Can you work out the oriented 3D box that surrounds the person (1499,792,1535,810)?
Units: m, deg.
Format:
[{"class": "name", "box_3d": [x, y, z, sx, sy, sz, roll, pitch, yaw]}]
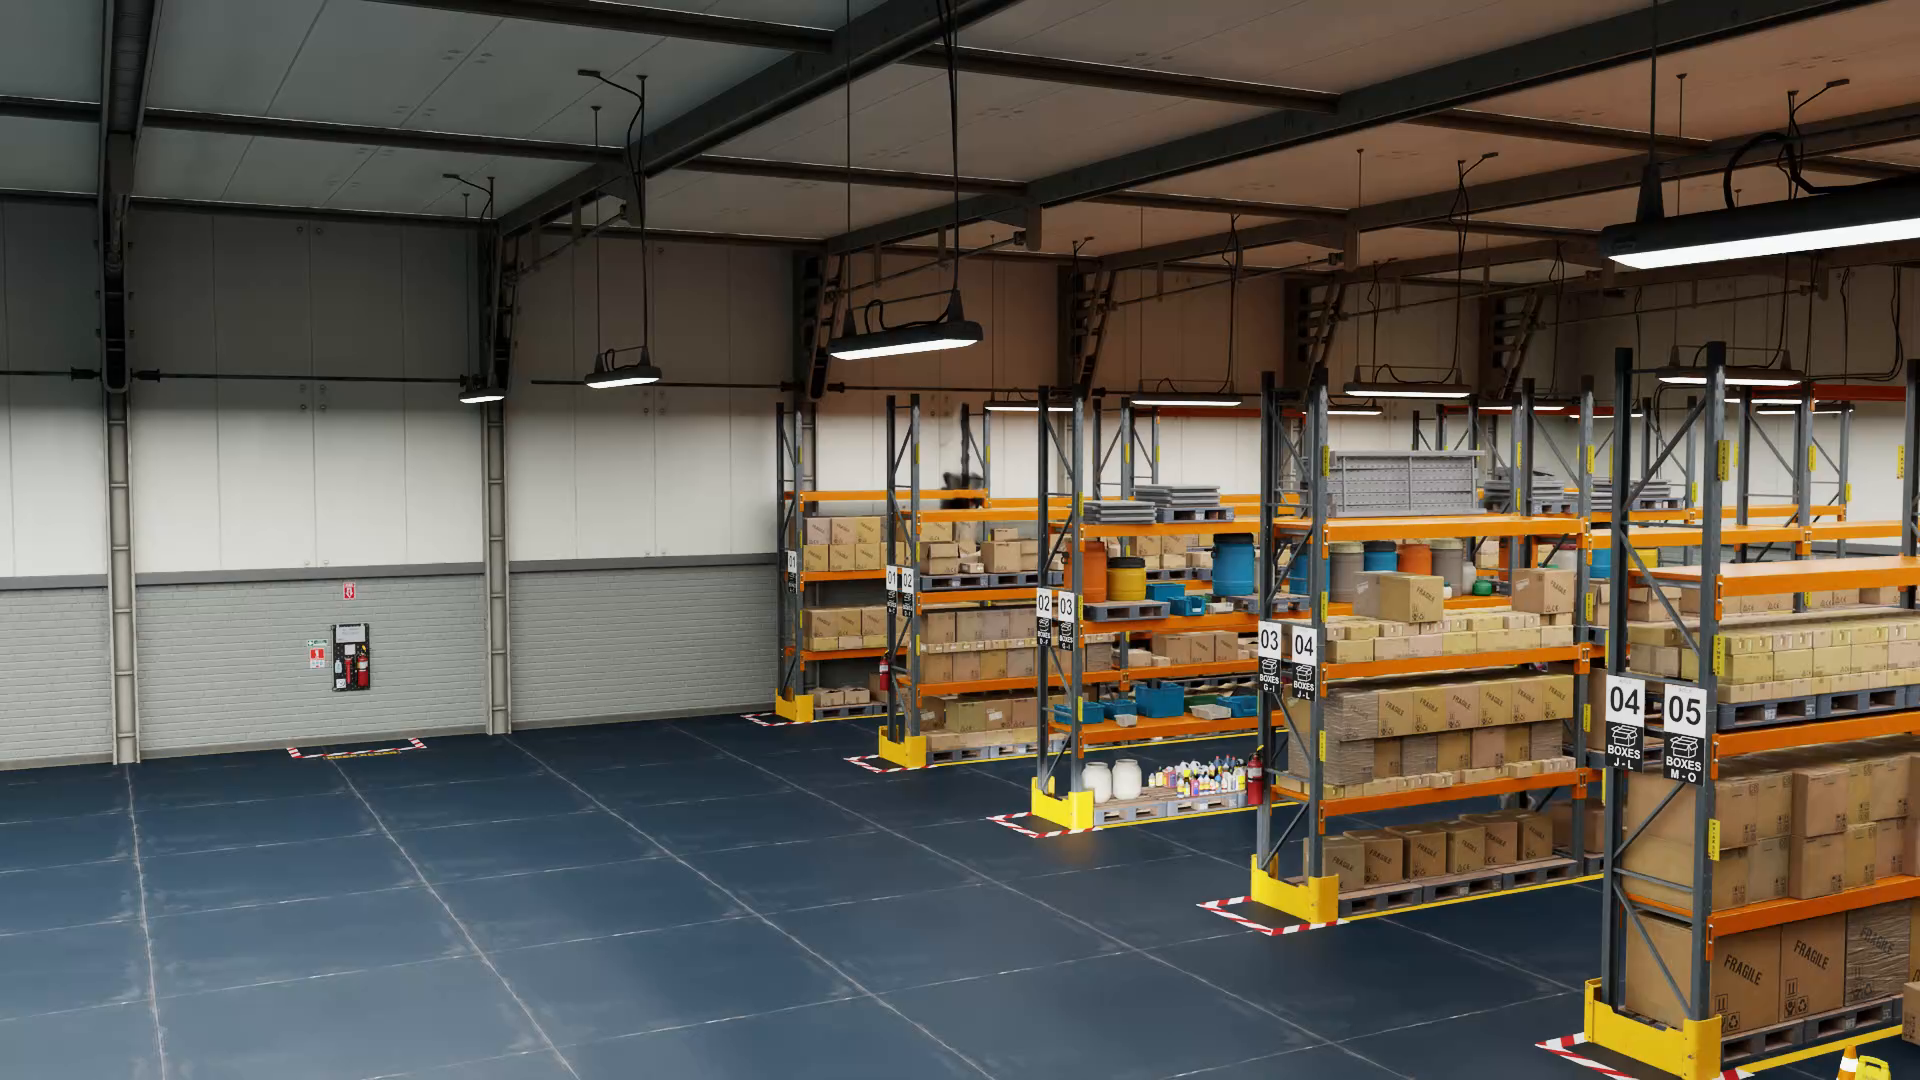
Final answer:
[{"class": "person", "box_3d": [7.449, 3.098, 22.235, 0.780, 1.649, 0.589, -2, 4, -34]}]
